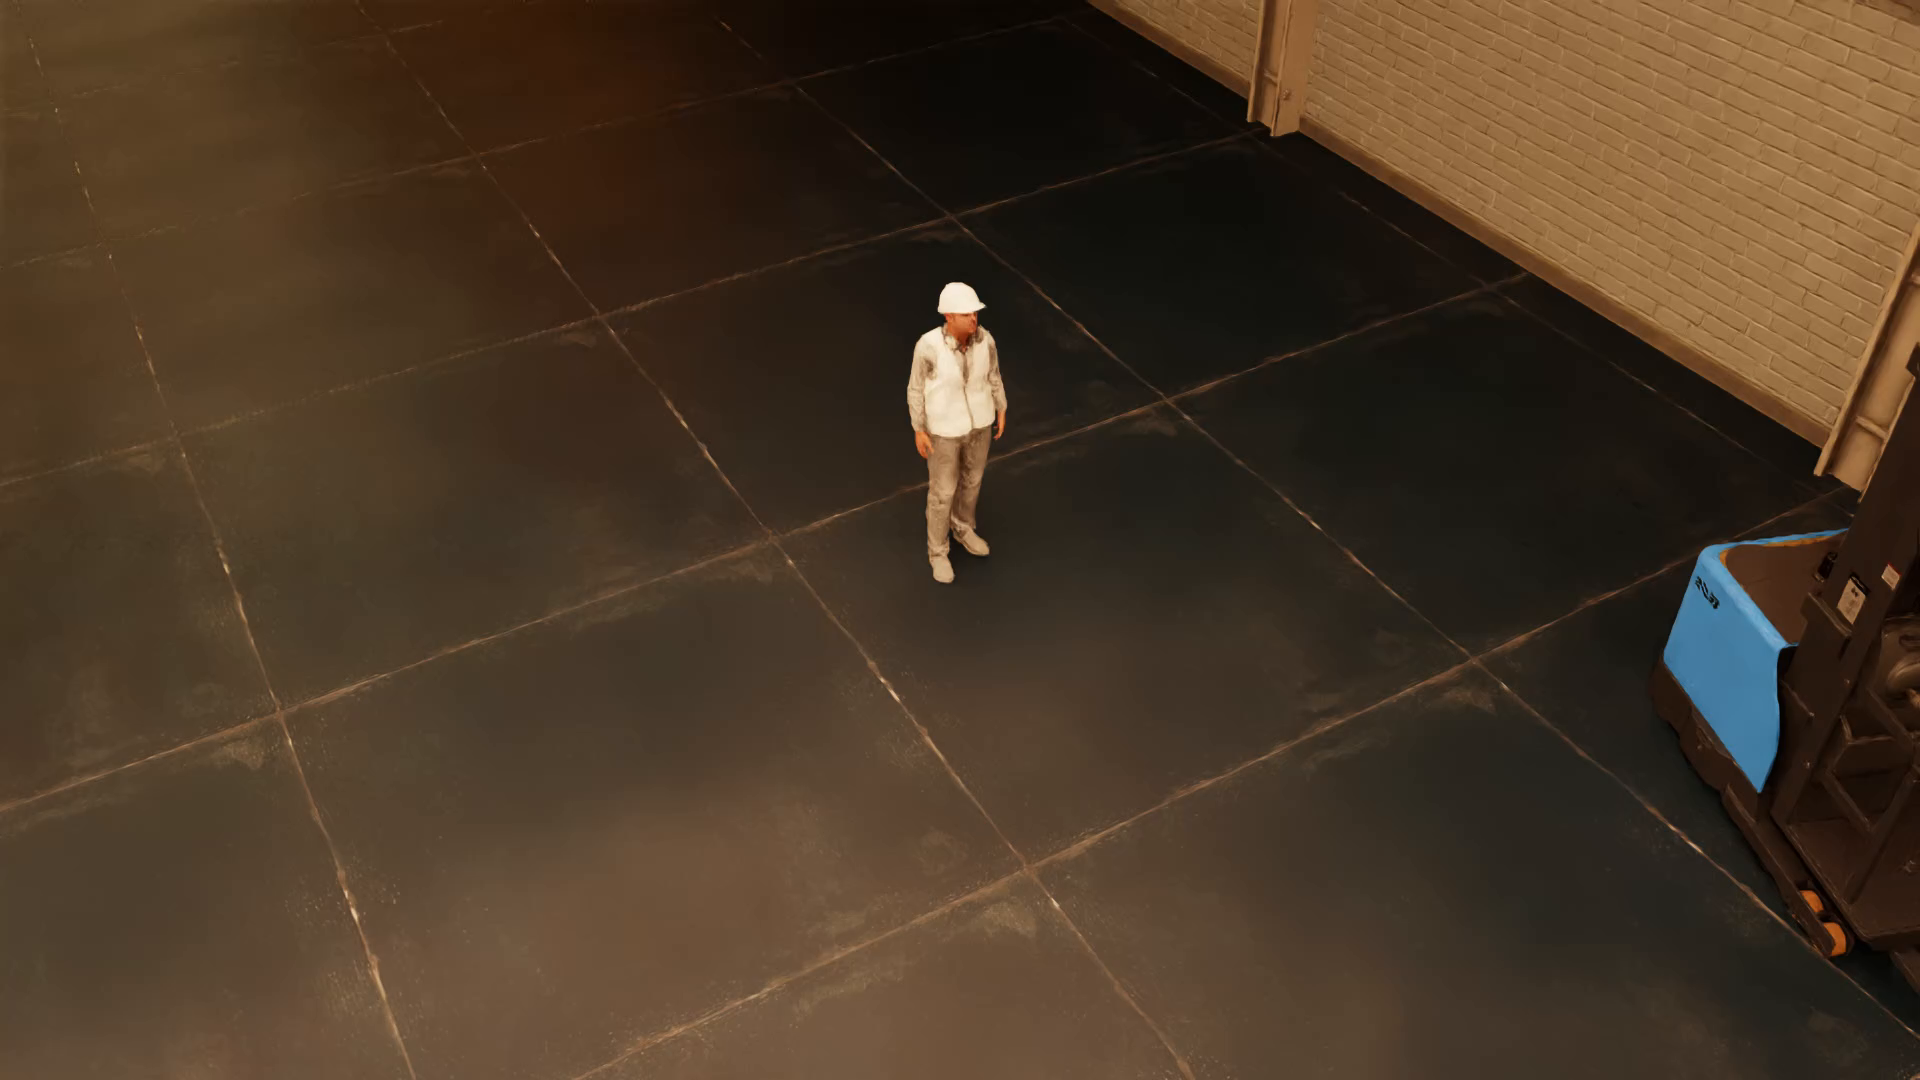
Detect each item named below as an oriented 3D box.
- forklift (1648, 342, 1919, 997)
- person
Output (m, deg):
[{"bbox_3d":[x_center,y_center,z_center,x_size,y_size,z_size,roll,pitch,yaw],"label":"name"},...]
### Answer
[{"bbox_3d":[4.580,0.601,7.312,1.130,2.935,3.031,-7,40,-8],"label":"forklift"},{"bbox_3d":[0.024,-0.651,9.716,0.632,1.773,0.567,-20,44,-23],"label":"person"}]
